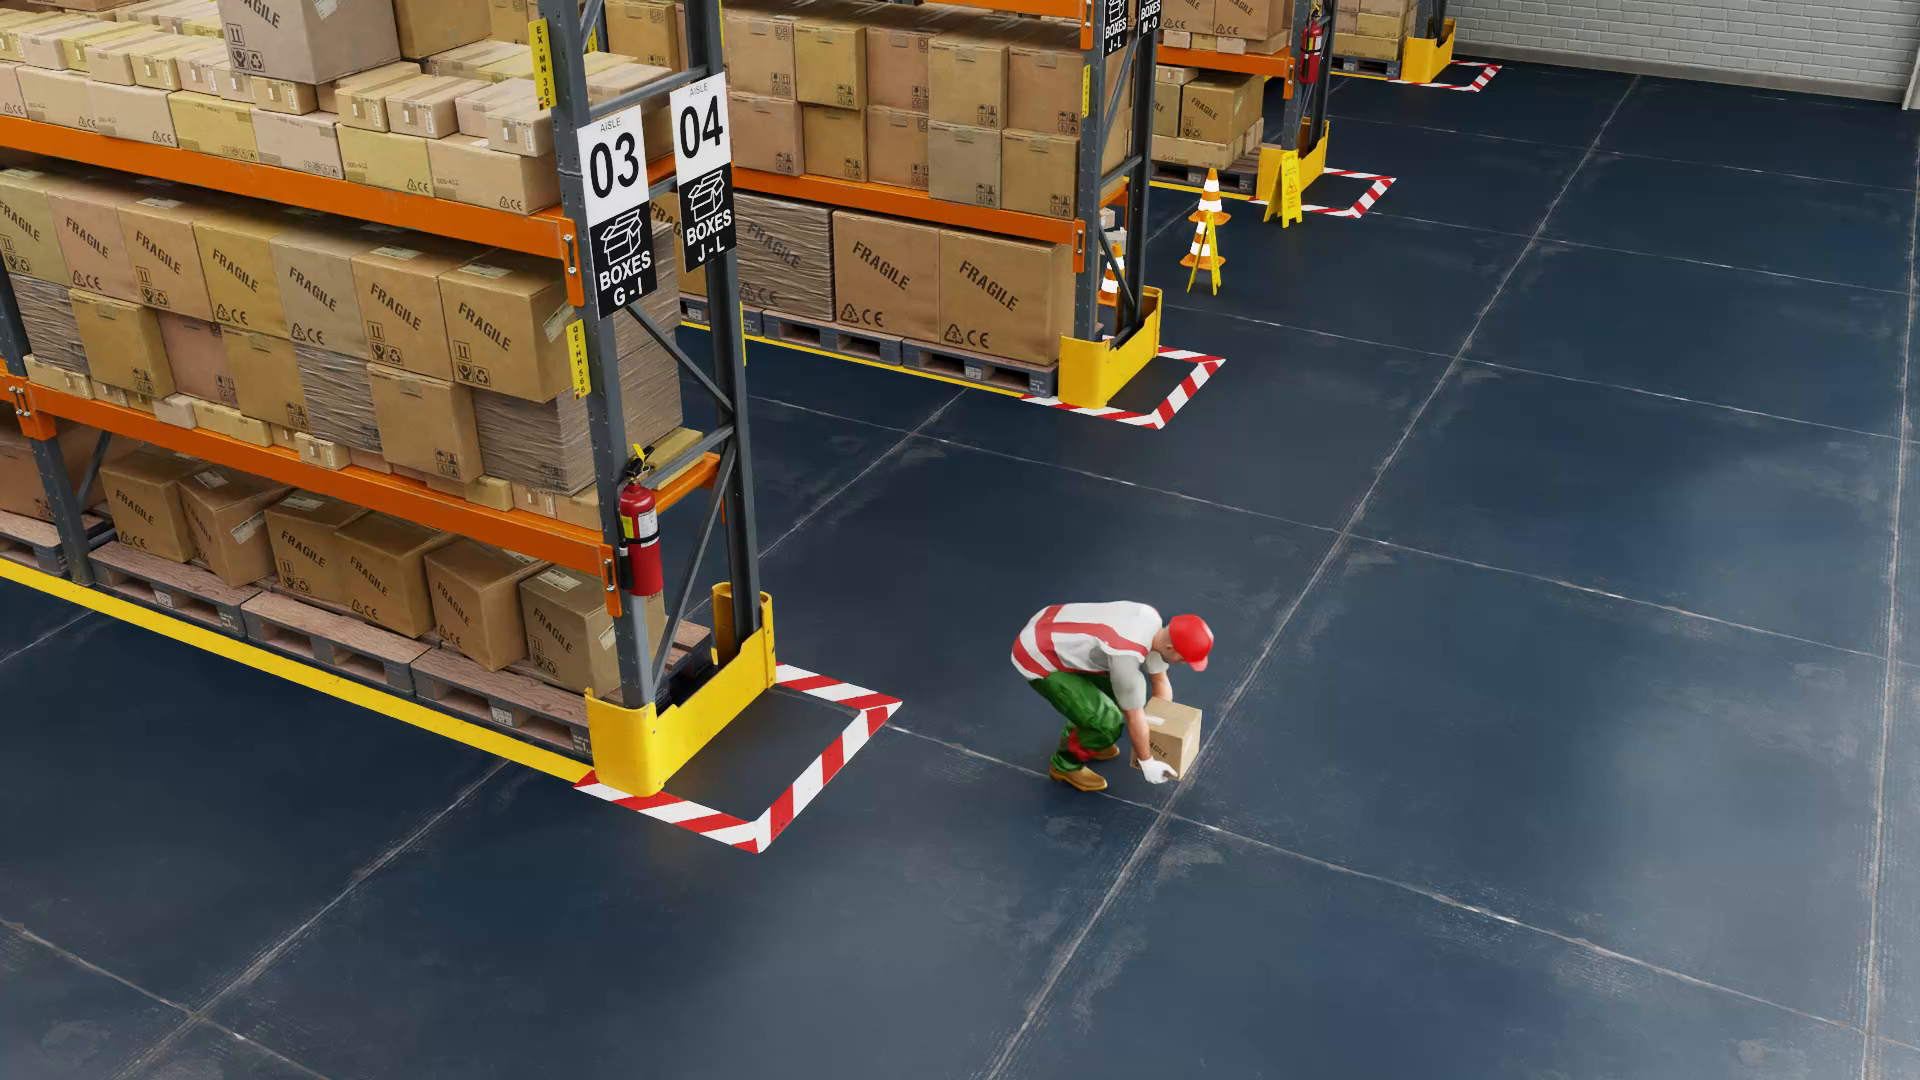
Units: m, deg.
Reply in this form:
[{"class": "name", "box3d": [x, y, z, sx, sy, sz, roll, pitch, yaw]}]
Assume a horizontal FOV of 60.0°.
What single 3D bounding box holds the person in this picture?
[{"class": "person", "box3d": [0.708, 0.707, 7.842, 0.933, 0.990, 0.528, 13, 32, 22]}]
